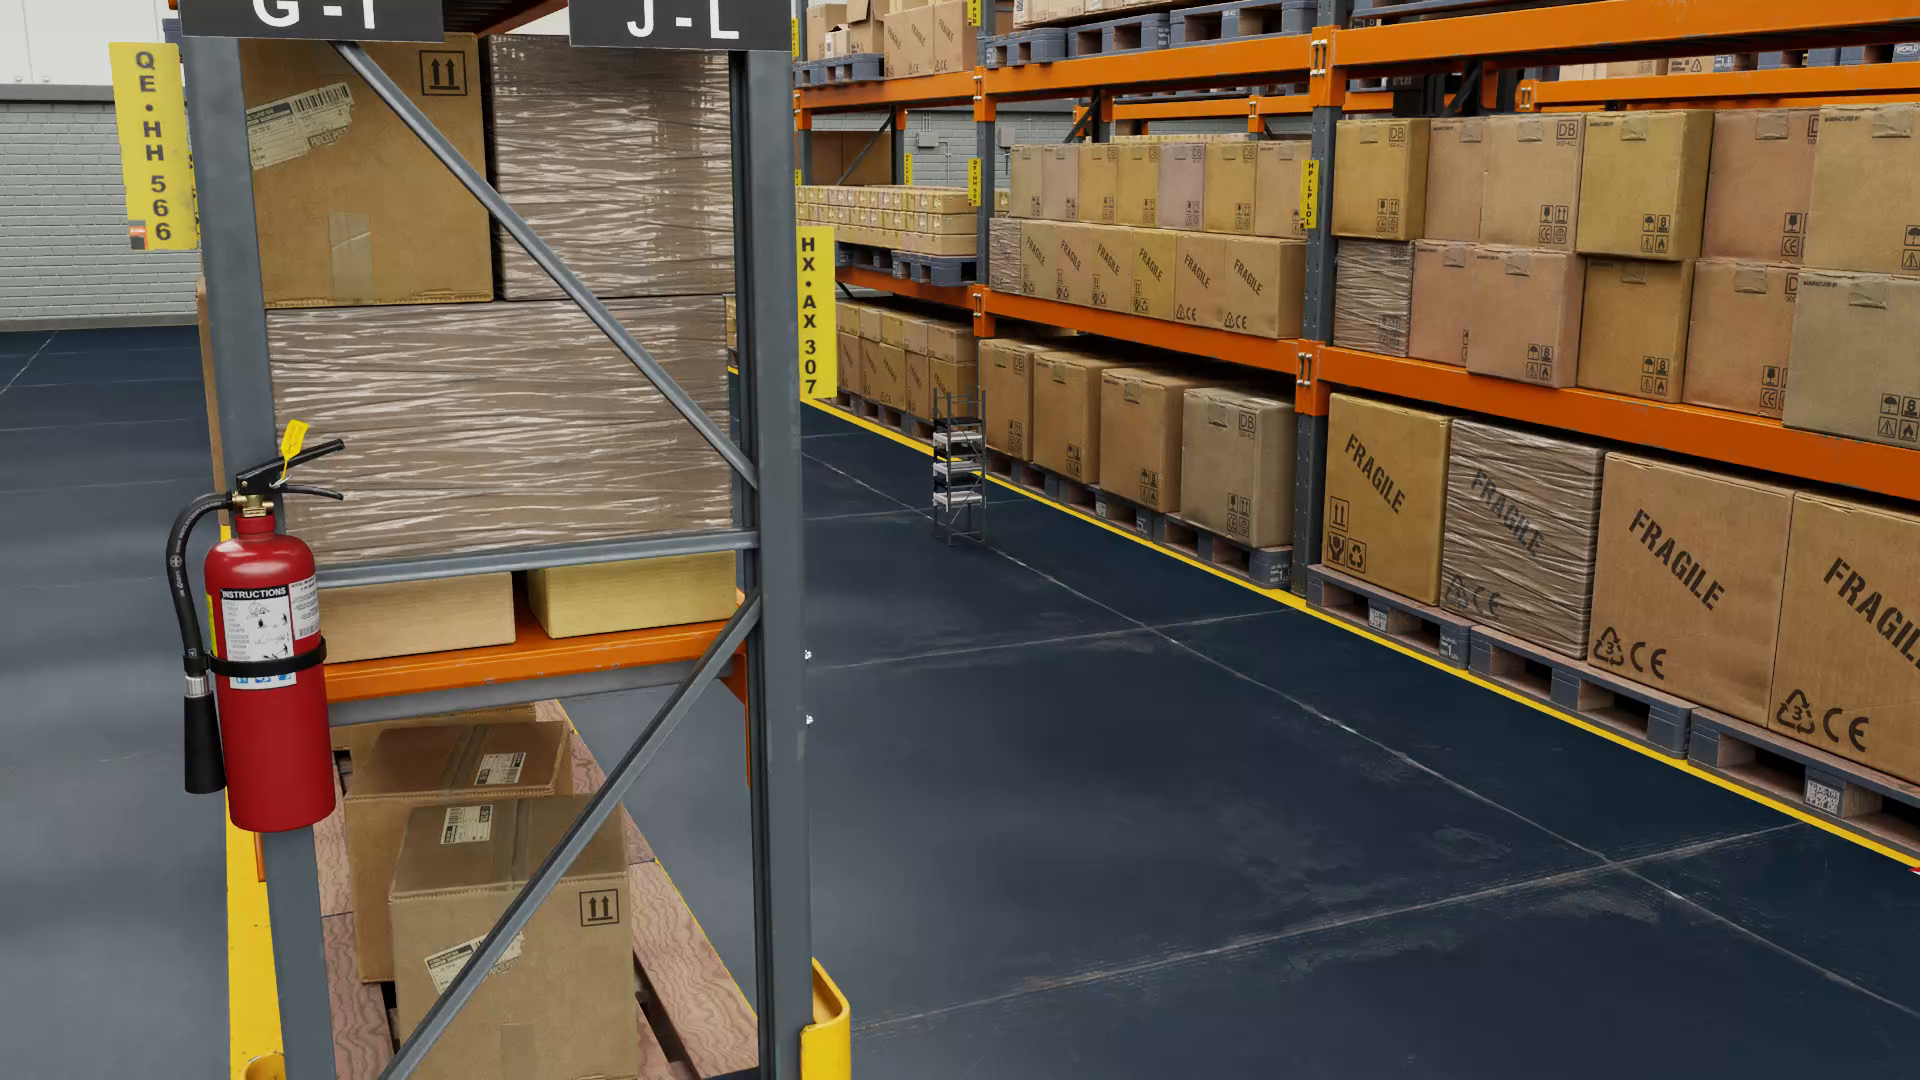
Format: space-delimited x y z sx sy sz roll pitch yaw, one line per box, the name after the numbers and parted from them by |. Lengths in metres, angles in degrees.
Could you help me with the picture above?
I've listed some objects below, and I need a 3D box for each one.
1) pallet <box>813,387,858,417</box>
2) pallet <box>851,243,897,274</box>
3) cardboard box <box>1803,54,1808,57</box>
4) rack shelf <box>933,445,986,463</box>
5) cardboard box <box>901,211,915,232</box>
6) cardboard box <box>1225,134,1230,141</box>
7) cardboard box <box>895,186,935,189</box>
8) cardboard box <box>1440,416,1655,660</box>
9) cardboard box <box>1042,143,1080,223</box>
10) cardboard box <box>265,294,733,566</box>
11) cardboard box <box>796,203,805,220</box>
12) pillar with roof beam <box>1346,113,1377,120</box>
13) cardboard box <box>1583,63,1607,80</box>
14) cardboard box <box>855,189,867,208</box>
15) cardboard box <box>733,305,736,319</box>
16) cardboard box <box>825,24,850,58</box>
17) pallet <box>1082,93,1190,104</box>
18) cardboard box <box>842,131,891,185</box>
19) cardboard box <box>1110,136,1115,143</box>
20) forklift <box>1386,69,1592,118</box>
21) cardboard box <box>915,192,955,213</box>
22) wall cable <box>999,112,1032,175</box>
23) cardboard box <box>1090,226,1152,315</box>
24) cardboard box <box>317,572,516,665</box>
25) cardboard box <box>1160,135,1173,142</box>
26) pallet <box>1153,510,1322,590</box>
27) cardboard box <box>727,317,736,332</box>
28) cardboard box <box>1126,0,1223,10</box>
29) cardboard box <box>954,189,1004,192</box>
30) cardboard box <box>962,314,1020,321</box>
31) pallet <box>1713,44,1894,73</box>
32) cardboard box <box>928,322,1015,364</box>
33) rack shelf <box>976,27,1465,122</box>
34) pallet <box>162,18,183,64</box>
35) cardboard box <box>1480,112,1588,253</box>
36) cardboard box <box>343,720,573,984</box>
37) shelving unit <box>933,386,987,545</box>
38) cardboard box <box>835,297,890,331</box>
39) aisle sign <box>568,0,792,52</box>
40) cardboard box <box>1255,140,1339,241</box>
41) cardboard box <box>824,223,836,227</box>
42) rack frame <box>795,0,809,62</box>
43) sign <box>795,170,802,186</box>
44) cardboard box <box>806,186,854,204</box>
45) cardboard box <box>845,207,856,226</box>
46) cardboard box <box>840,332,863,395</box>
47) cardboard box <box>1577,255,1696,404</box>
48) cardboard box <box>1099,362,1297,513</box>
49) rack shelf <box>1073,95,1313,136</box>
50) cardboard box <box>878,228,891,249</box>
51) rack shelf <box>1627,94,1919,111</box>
-0.690 -1.347 15.223 1.003 0.211 1.213 -6 14 -23 | pallet
-0.232 -2.352 13.805 1.003 0.211 1.213 -6 14 -23 | pallet
8.712 -4.997 16.945 0.380 0.149 0.250 -6 14 -23 | cardboard box
-0.003 -0.495 9.763 0.258 0.077 0.200 -6 14 -23 | rack shelf
-0.233 -2.437 12.714 0.380 0.149 0.250 -5 14 -22 | cardboard box
3.070 -4.286 17.856 0.380 0.149 0.250 -5 14 -22 | cardboard box
-0.348 -3.010 14.529 0.380 0.149 0.250 -6 14 -23 | cardboard box
2.753 -0.061 7.262 0.875 0.875 0.875 -6 14 -23 | cardboard box
0.973 -2.378 11.053 0.700 0.500 0.500 -6 14 -24 | cardboard box
-0.977 -0.270 3.502 0.875 0.500 0.500 -6 14 -23 | cardboard box
-1.267 -2.971 15.019 0.380 0.149 0.250 -5 14 -22 | cardboard box
2.237 -7.782 23.538 9.100 9.000 0.400 -6 14 -23 | pillar with roof beam
5.166 -3.771 13.156 0.396 0.266 0.258 -6 14 -23 | cardboard box
-0.637 -2.793 13.593 0.380 0.149 0.250 -5 14 -21 | cardboard box
-2.225 -2.448 17.866 0.380 0.149 0.250 -5 14 -21 | cardboard box
-0.843 -4.288 14.360 0.500 0.311 0.500 -6 14 -24 | cardboard box
2.196 -5.427 20.209 1.003 0.211 1.213 -6 14 -23 | pallet
-0.961 -3.663 15.943 0.500 0.500 0.500 -5 14 -22 | cardboard box
1.947 -4.803 20.091 0.380 0.149 0.250 -5 14 -21 | cardboard box
3.756 -1.899 11.575 1.130 2.935 3.031 -7 15 -29 | forklift
-0.116 -2.524 12.430 0.380 0.149 0.250 -6 14 -24 | cardboard box
0.904 -5.949 26.669 0.588 1.984 0.122 -6 14 -23 | wall cable
1.137 -1.660 10.166 0.500 0.500 0.500 -6 14 -24 | cardboard box
-1.085 0.122 3.248 0.380 0.149 0.250 -6 14 -23 | cardboard box
2.510 -4.541 18.958 0.380 0.149 0.250 -6 14 -23 | cardboard box
1.823 -0.008 9.435 1.003 0.211 1.213 -6 14 -23 | pallet
-2.391 -2.355 18.124 0.380 0.149 0.250 -5 14 -21 | cardboard box
1.297 -3.227 9.554 0.500 0.311 0.500 -6 14 -25 | cardboard box
0.171 -2.742 13.371 0.380 0.149 0.250 -5 14 -20 | cardboard box
0.341 -1.661 13.345 0.500 0.250 0.500 -6 14 -24 | cardboard box
6.128 -3.403 11.684 1.213 0.211 1.003 -6 14 -23 | pallet
0.085 -1.510 12.690 0.500 0.250 0.500 -6 14 -24 | cardboard box
1.400 -2.738 9.990 1.077 0.370 4.000 -6 14 -23 | rack shelf
-4.293 -3.111 10.424 1.213 0.211 1.003 -5 14 -20 | pallet
2.735 -1.506 6.999 0.875 0.550 0.550 -6 14 -23 | cardboard box
-1.287 0.802 4.364 0.500 0.500 0.500 -2 13 -8 | cardboard box
-0.003 -0.440 9.776 0.258 0.900 0.210 -6 14 -23 | shelving unit
-0.950 -2.042 14.990 0.500 0.250 0.500 -6 14 -25 | cardboard box
-0.482 -1.241 2.814 0.394 0.787 0.004 -6 14 -23 | aisle sign
1.997 -1.852 8.778 0.700 0.500 0.500 -6 14 -24 | cardboard box
-0.955 -2.665 14.358 0.380 0.149 0.250 -5 14 -22 | cardboard box
-1.004 -5.789 14.926 1.000 3.000 0.127 -6 14 -23 | rack frame
-1.498 -3.238 15.287 0.100 0.325 0.005 -6 14 -23 | sign
-1.150 -3.059 14.739 0.380 0.149 0.250 -5 14 -21 | cardboard box
-0.737 -2.700 13.850 0.380 0.149 0.250 -6 14 -24 | cardboard box
-0.737 -1.568 14.603 0.500 0.500 0.500 -5 14 -20 | cardboard box
3.013 -0.877 6.676 0.875 0.550 0.500 -6 14 -23 | cardboard box
1.487 -0.642 10.050 1.050 0.750 0.750 -6 14 -23 | cardboard box
2.690 -4.859 19.153 1.077 0.370 4.000 -6 14 -23 | rack shelf
-0.427 -2.395 13.190 0.380 0.149 0.250 -6 14 -25 | cardboard box
8.839 -4.481 17.523 1.077 0.370 4.000 -6 14 -23 | rack shelf
